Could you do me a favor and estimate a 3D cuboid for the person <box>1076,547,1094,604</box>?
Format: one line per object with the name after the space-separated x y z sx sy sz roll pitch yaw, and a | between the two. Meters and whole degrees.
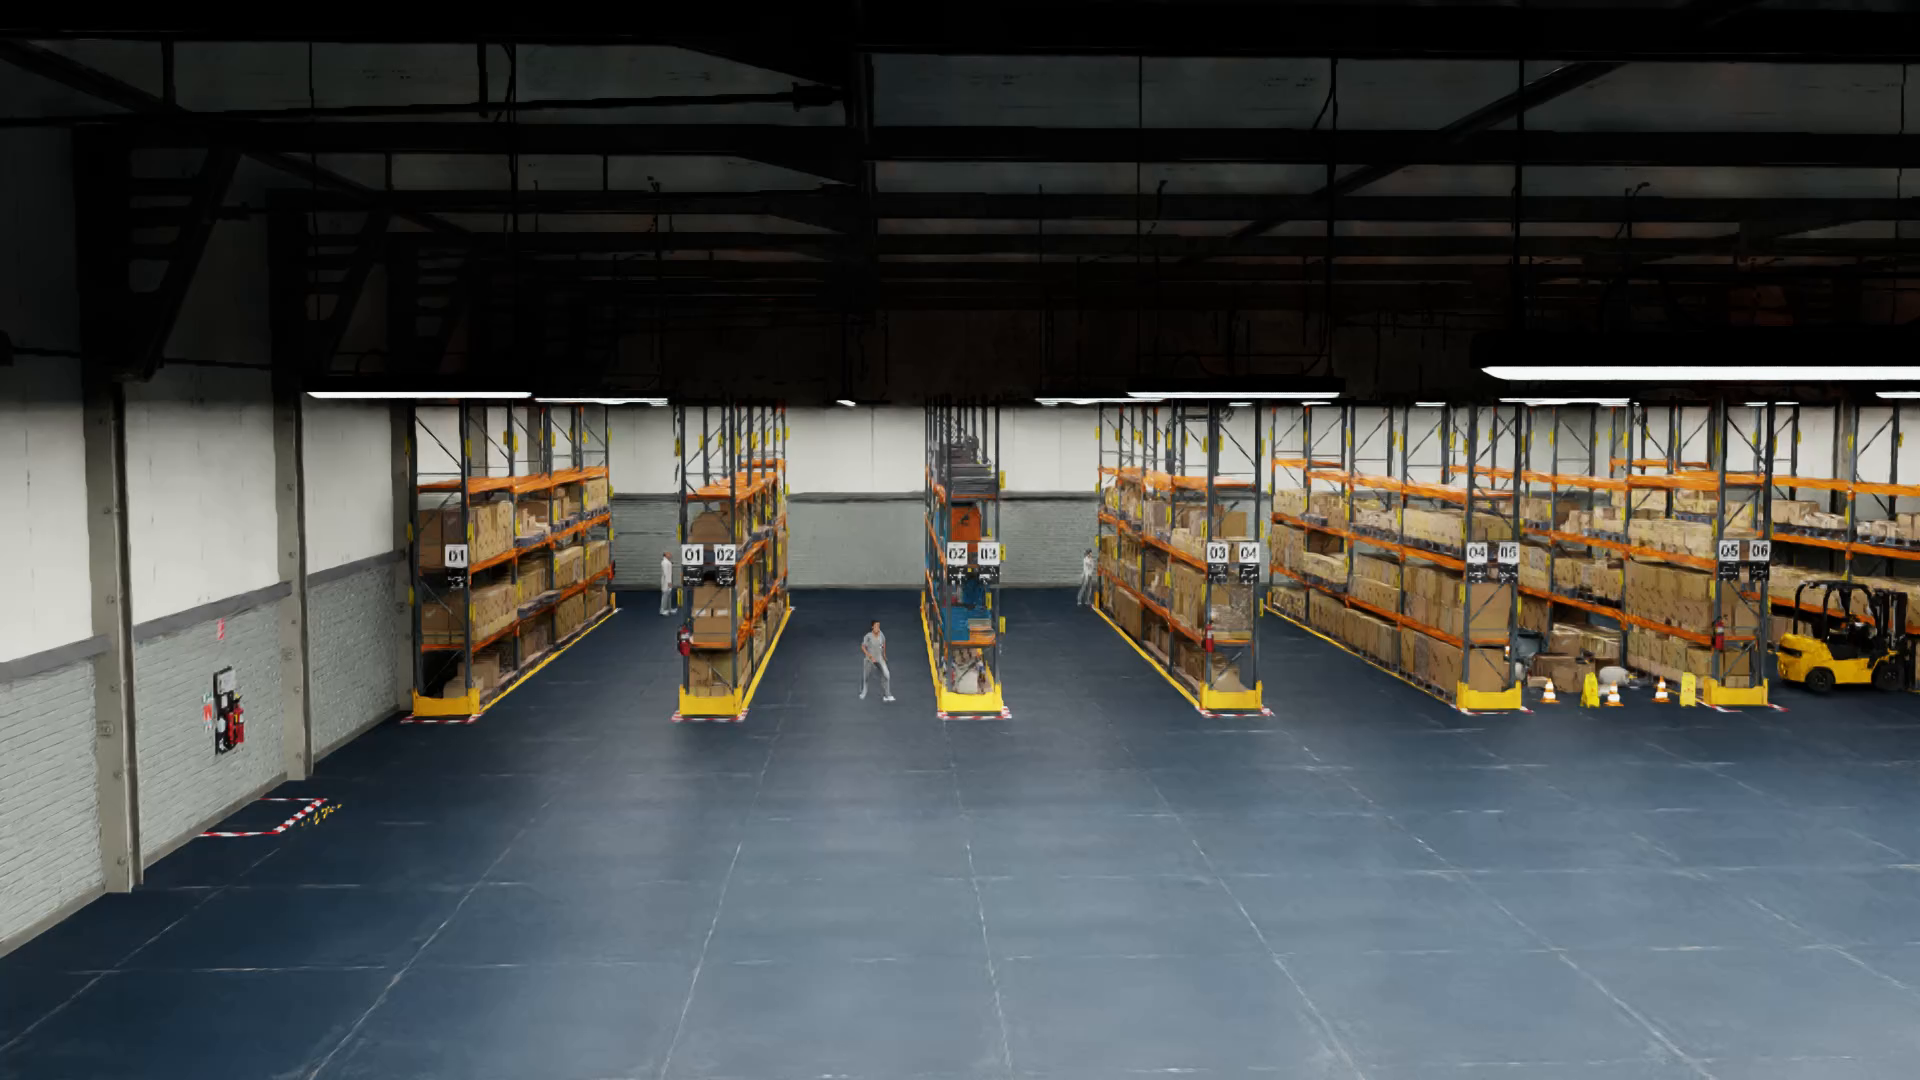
3.684 1.052 48.715 0.523 1.673 0.566 1 5 15 | person

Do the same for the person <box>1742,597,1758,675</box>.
16.944 2.059 35.787 0.463 1.662 0.498 2 5 27 | person

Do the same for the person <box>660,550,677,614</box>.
-8.139 1.156 46.312 0.436 1.785 0.705 0 5 -3 | person

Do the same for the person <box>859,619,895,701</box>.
-1.668 2.334 32.623 0.609 1.601 0.817 -2 5 -19 | person
